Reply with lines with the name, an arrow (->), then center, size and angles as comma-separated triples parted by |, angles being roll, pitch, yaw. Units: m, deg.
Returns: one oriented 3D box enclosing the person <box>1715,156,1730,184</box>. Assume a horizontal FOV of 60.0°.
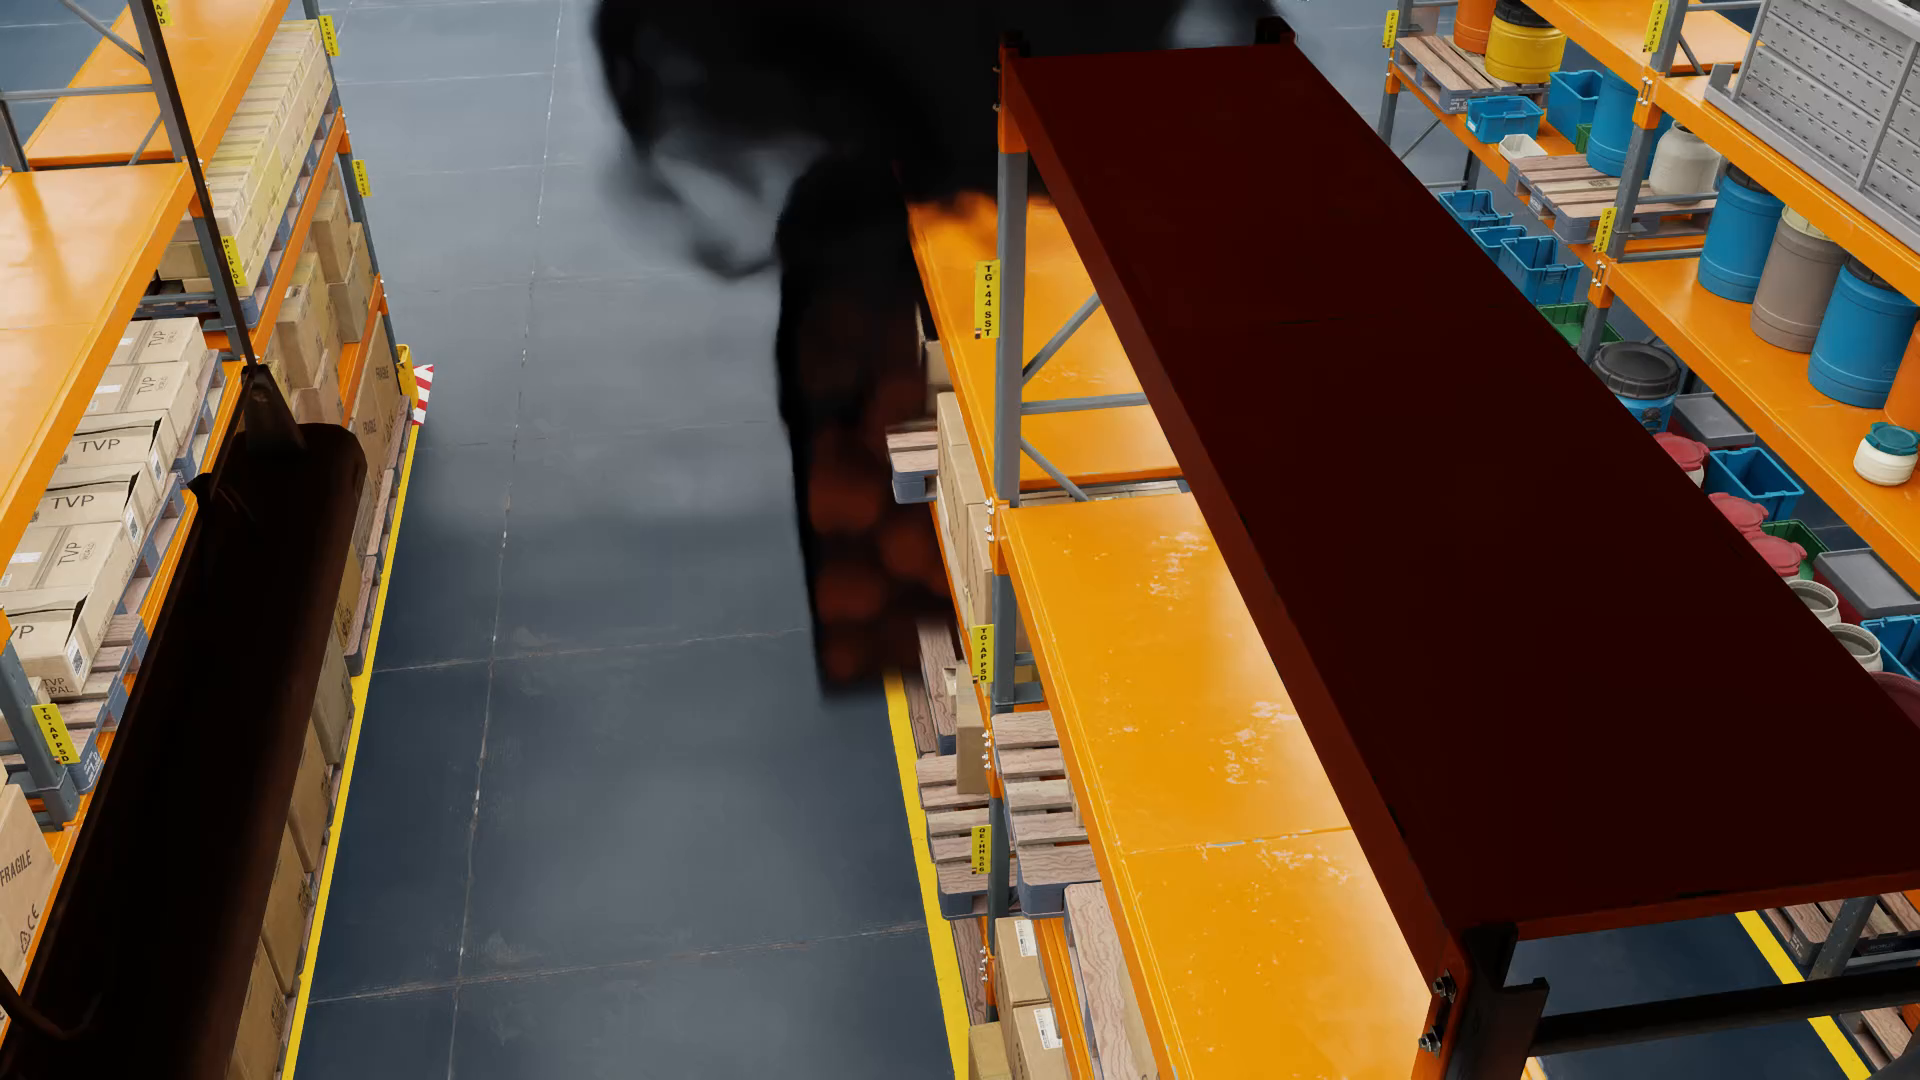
person -> 8.242, -4.211, 17.782 | 0.889, 1.709, 0.597 | 10, 37, 13
